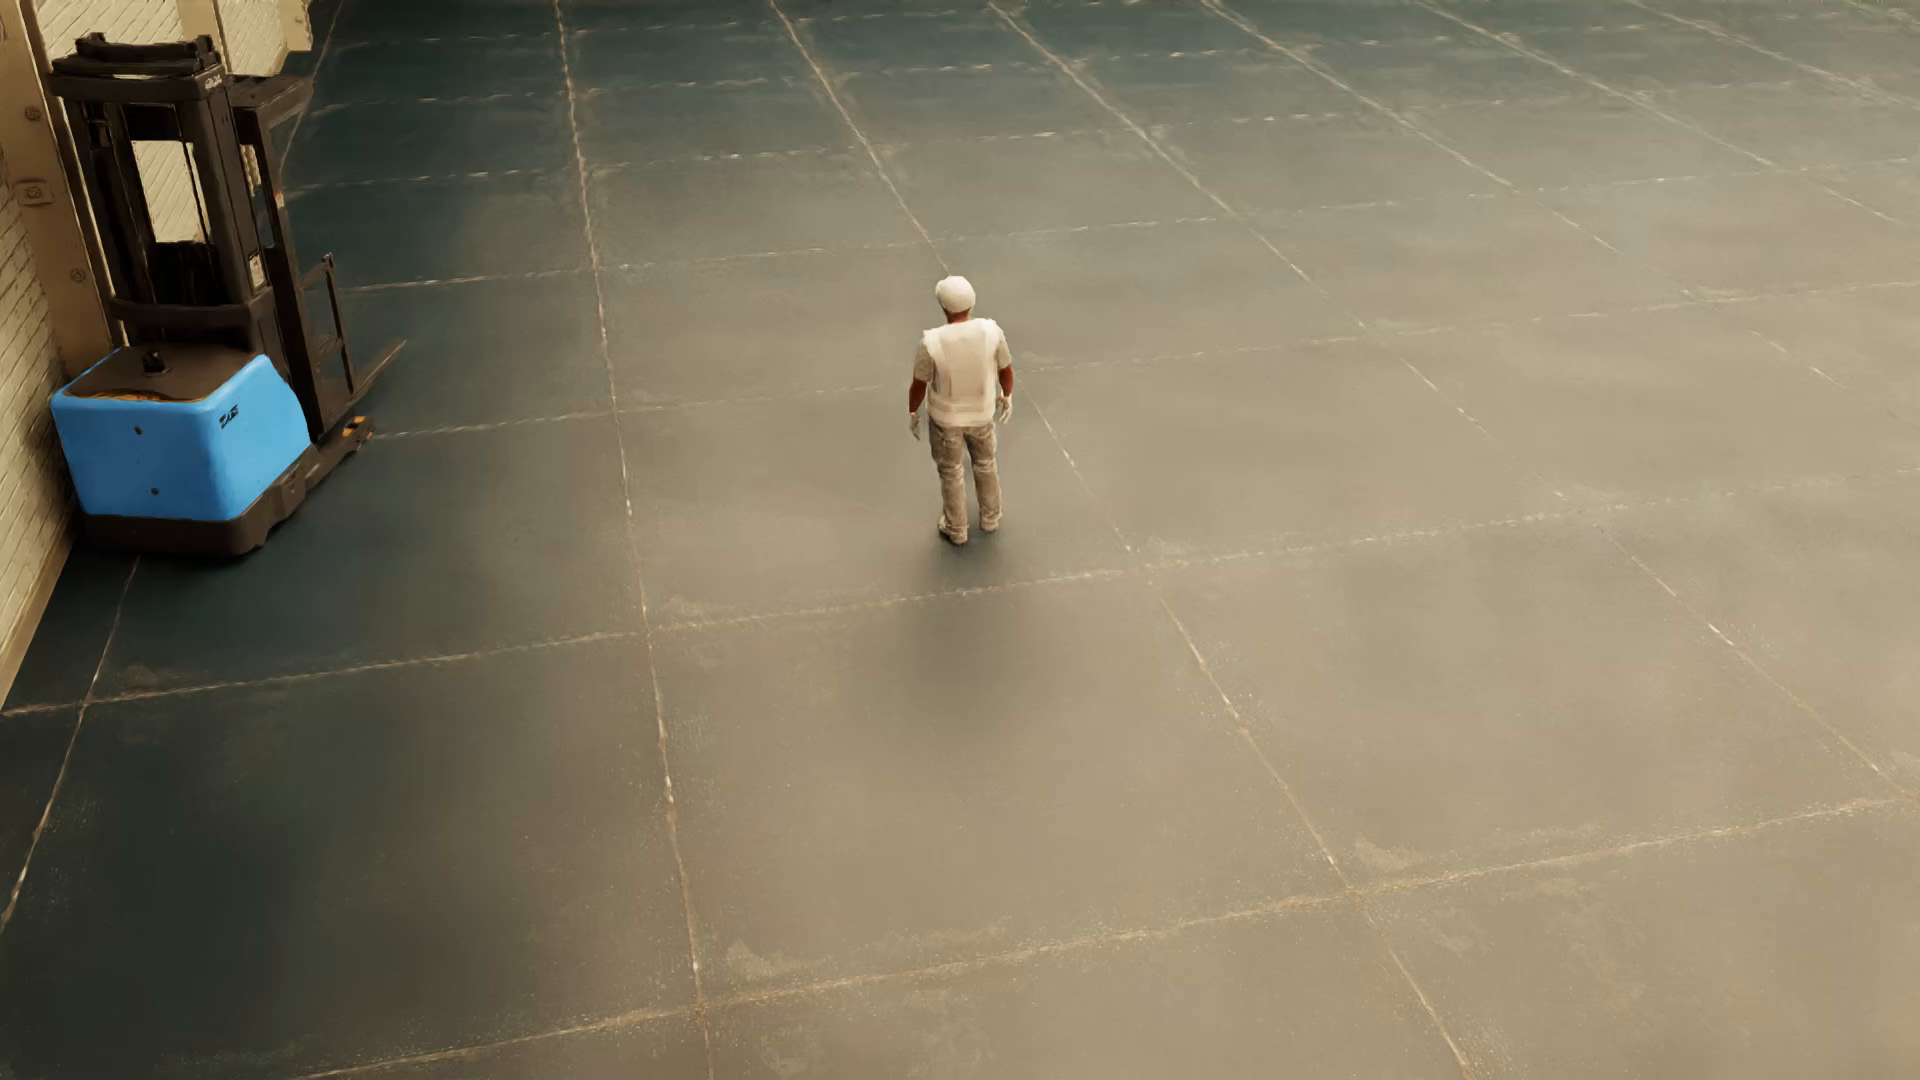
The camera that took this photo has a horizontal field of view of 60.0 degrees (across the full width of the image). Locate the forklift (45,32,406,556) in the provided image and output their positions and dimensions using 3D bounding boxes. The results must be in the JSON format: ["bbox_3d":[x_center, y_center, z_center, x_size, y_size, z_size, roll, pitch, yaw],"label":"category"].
[{"bbox_3d":[-4.736,-1.884,10.829,1.130,2.935,3.031,3,30,6],"label":"forklift"}]

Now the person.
[{"bbox_3d":[-0.009,-0.814,10.112,0.655,1.782,0.576,-7,31,-12],"label":"person"}]
